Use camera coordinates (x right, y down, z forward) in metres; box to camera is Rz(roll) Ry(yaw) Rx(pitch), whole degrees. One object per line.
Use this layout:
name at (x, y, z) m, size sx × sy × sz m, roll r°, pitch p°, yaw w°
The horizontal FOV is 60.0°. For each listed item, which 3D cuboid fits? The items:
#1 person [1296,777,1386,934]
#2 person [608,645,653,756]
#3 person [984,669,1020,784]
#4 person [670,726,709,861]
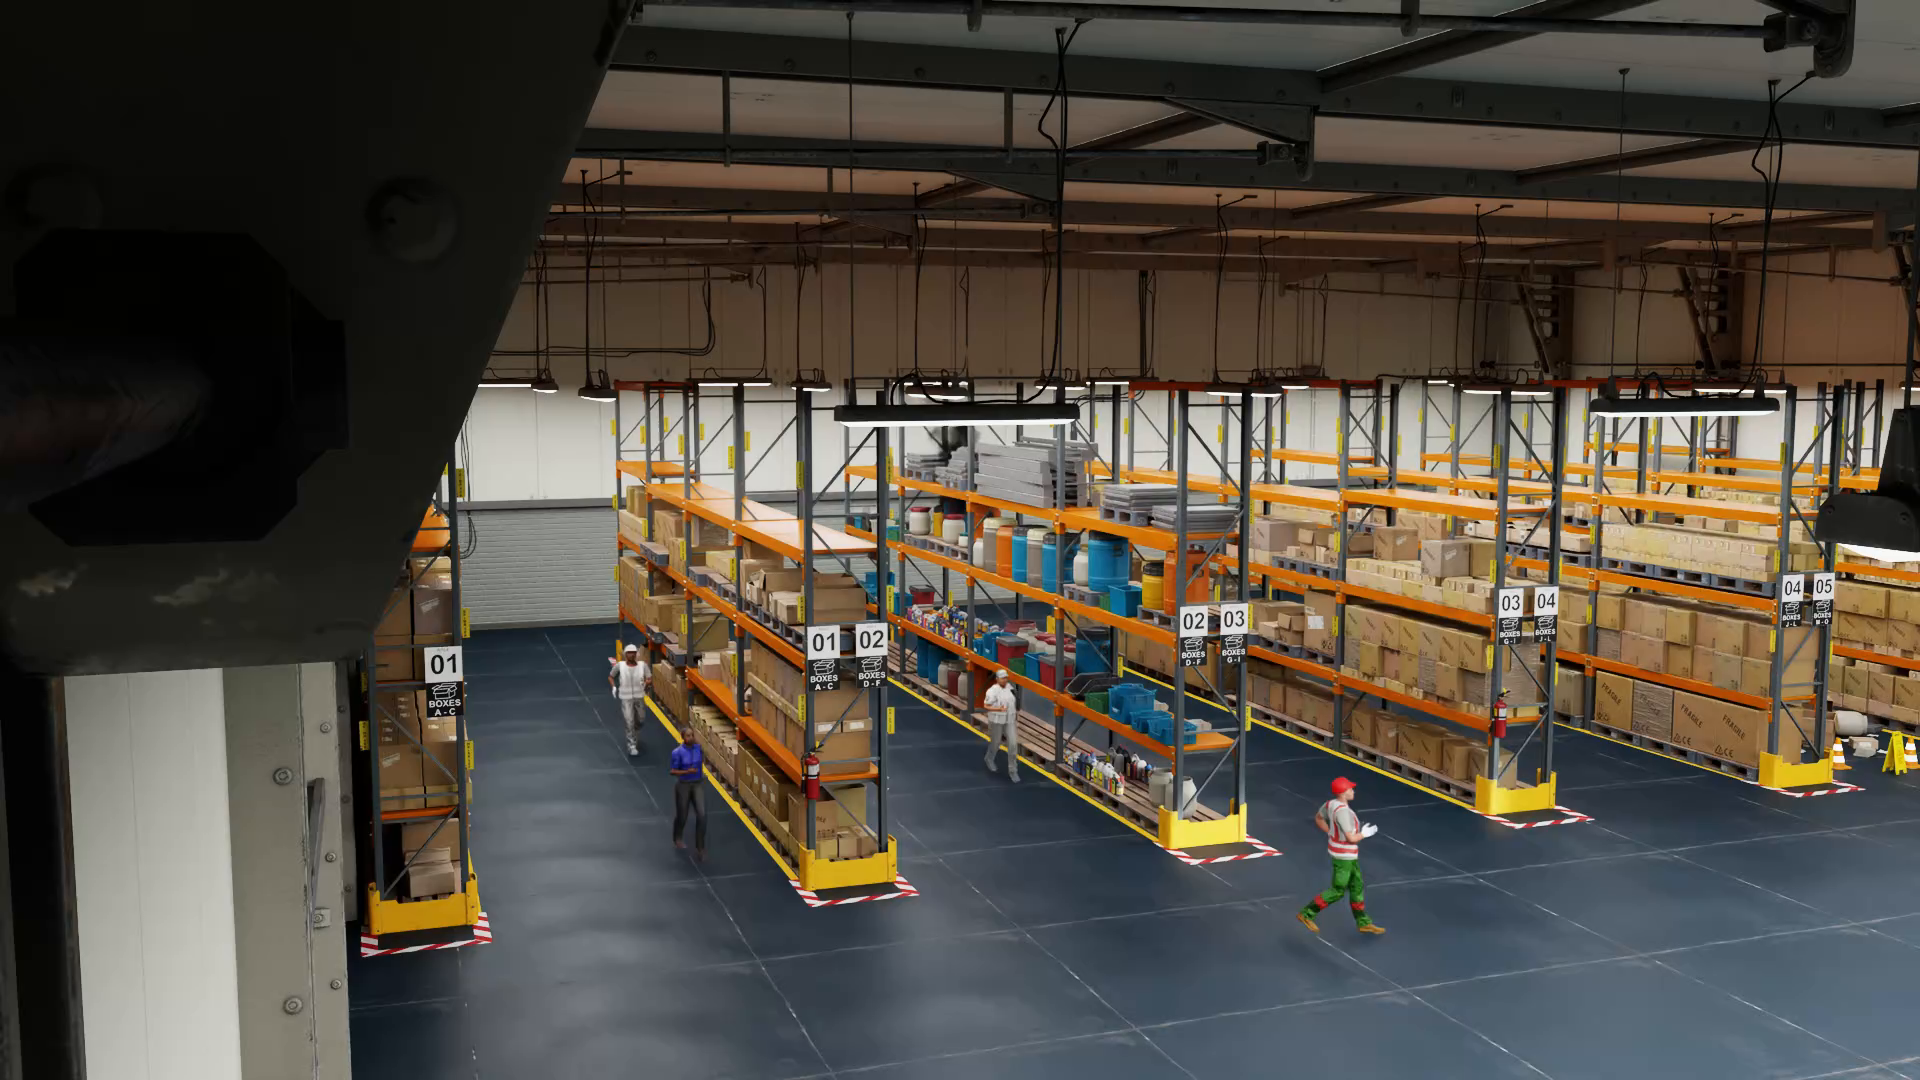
person at (4.213, 3.480, 18.316) m, size 1.001 × 1.769 × 0.660 m, roll 0°, pitch 6°, yaw 3°
person at (-5.355, 2.580, 27.140) m, size 0.696 × 1.763 × 0.941 m, roll -2°, pitch 6°, yaw -20°
person at (0.632, 2.814, 25.457) m, size 0.599 × 1.706 × 0.870 m, roll -2°, pitch 6°, yaw -22°
person at (-3.492, 3.243, 21.421) m, size 0.560 × 1.713 × 0.742 m, roll -4°, pitch 7°, yaw -32°
